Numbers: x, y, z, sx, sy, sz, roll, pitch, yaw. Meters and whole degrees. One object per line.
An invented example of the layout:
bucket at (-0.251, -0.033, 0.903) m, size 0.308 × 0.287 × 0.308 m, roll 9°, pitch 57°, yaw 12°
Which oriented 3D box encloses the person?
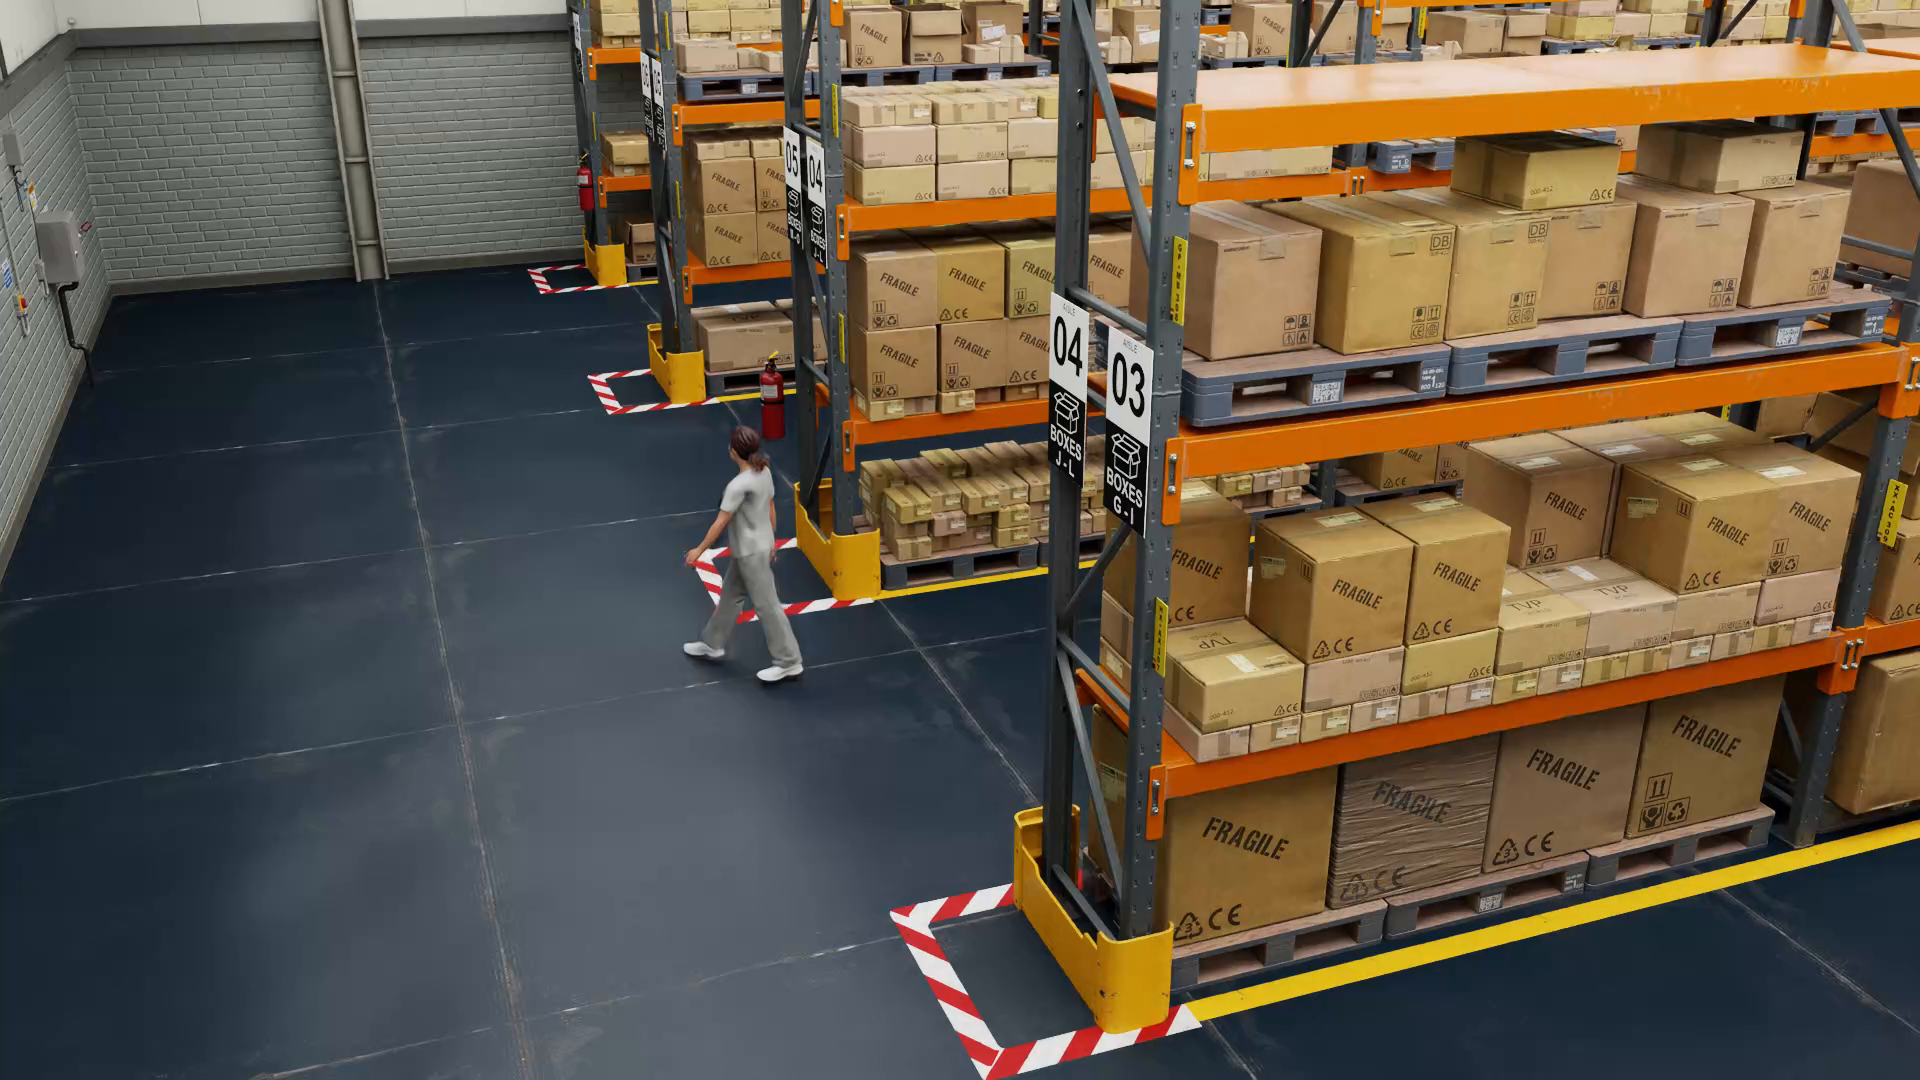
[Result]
person at (-1.437, 0.062, 10.636) m, size 0.887 × 1.632 × 0.524 m, roll 5°, pitch 23°, yaw 11°
